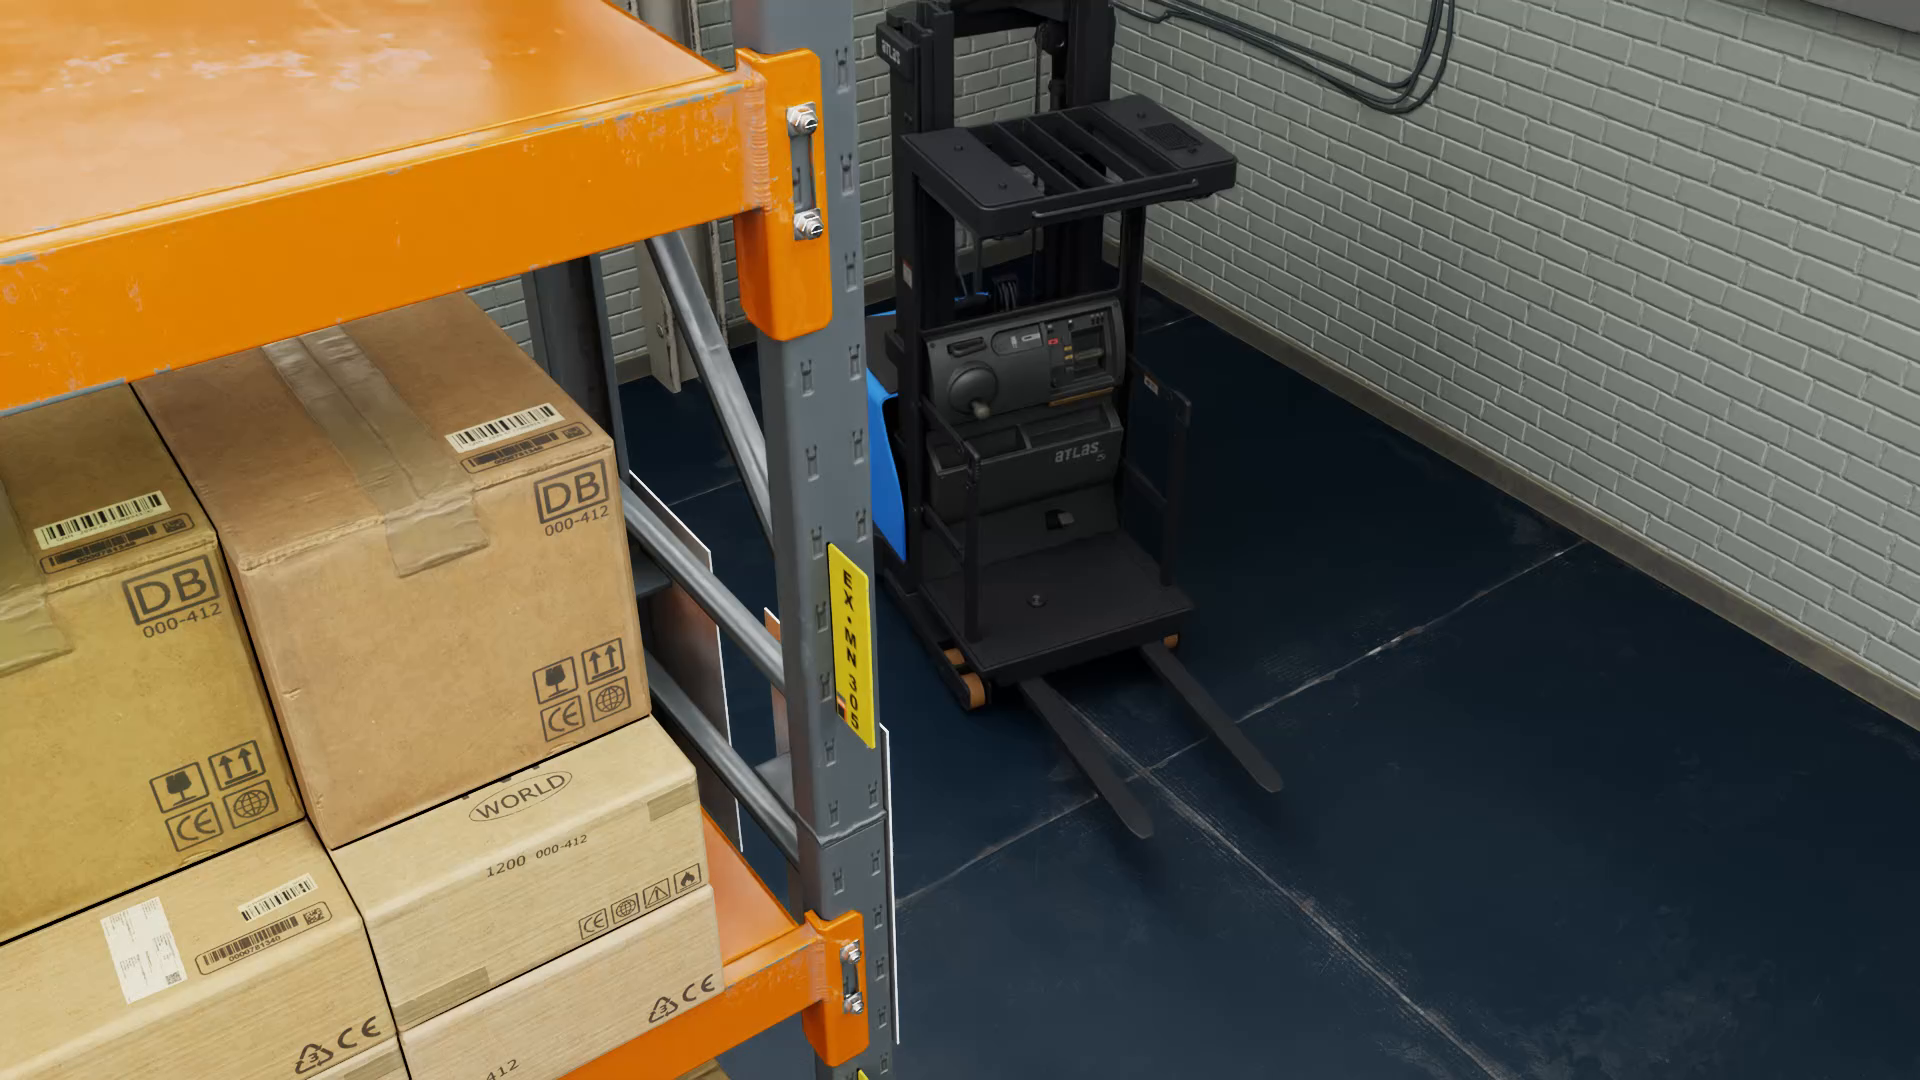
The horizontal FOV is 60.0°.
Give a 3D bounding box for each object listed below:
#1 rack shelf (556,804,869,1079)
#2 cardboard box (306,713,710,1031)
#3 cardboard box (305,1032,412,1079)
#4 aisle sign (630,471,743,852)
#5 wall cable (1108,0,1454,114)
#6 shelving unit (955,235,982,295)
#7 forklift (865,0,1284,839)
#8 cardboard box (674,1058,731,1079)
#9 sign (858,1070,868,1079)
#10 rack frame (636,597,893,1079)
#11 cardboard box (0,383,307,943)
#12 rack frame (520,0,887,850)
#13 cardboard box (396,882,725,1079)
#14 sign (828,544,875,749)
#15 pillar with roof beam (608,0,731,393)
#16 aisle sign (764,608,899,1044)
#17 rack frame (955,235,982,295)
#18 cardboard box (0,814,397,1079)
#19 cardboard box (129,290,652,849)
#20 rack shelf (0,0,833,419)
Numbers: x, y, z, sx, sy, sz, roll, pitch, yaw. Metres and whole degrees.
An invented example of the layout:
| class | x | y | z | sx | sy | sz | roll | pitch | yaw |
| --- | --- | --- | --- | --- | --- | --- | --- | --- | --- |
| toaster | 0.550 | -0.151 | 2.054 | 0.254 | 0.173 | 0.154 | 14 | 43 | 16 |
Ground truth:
| class | x | y | z | sx | sy | sz | roll | pitch | yaw |
| --- | --- | --- | --- | --- | --- | --- | --- | --- | --- |
| rack shelf | -2.097 | 1.213 | 2.356 | 4.000 | 0.370 | 1.077 | -22 | 41 | -28 |
| cardboard box | -0.735 | 0.400 | 2.569 | 0.500 | 0.250 | 0.500 | -22 | 41 | -28 |
| cardboard box | -1.145 | 0.770 | 2.483 | 0.500 | 0.250 | 0.500 | -22 | 41 | -28 |
| aisle sign | -0.575 | 0.247 | 3.424 | 0.004 | 0.787 | 0.394 | -22 | 41 | -28 |
| wall cable | 1.510 | -3.804 | 8.805 | 0.112 | 2.526 | 3.097 | -22 | 41 | -28 |
| shelving unit | -0.461 | -1.068 | 8.764 | 1.083 | 1.500 | 0.587 | -16 | 39 | -22 |
| forklift | 0.385 | -0.717 | 7.050 | 1.130 | 2.935 | 3.031 | -15 | 38 | -20 |
| cardboard box | -0.667 | 1.300 | 3.245 | 0.500 | 0.500 | 0.500 | -23 | 42 | -28 |
| sign | -0.159 | 1.139 | 3.149 | 0.005 | 0.325 | 0.100 | -22 | 41 | -28 |
| rack frame | -0.462 | 1.466 | 3.957 | 0.127 | 3.000 | 1.000 | -22 | 41 | -28 |
| cardboard box | -1.330 | 0.110 | 2.331 | 0.500 | 0.500 | 0.700 | -22 | 41 | -28 |
| rack frame | -0.462 | -0.970 | 2.205 | 0.127 | 3.000 | 1.000 | -22 | 41 | -28 |
| cardboard box | -0.730 | 0.607 | 2.709 | 0.500 | 0.250 | 0.500 | -22 | 41 | -28 |
| sign | -0.159 | 0.160 | 2.445 | 0.005 | 0.325 | 0.100 | -22 | 41 | -28 |
| pillar with roof beam | 0.870 | -2.599 | 4.470 | 0.400 | 9.000 | 9.100 | -22 | 41 | -28 |
| aisle sign | -0.230 | 0.533 | 3.026 | 0.004 | 0.787 | 0.394 | -22 | 41 | -28 |
| rack frame | -0.016 | -1.200 | 8.947 | 0.032 | 1.500 | 0.500 | -16 | 39 | -22 |
| cardboard box | -1.143 | 0.569 | 2.335 | 0.500 | 0.250 | 0.500 | -22 | 41 | -28 |
| cardboard box | -0.872 | -0.018 | 2.509 | 0.500 | 0.500 | 0.700 | -22 | 41 | -28 |
| rack shelf | -2.097 | -0.004 | 1.481 | 4.000 | 0.370 | 1.077 | -22 | 41 | -28 |
